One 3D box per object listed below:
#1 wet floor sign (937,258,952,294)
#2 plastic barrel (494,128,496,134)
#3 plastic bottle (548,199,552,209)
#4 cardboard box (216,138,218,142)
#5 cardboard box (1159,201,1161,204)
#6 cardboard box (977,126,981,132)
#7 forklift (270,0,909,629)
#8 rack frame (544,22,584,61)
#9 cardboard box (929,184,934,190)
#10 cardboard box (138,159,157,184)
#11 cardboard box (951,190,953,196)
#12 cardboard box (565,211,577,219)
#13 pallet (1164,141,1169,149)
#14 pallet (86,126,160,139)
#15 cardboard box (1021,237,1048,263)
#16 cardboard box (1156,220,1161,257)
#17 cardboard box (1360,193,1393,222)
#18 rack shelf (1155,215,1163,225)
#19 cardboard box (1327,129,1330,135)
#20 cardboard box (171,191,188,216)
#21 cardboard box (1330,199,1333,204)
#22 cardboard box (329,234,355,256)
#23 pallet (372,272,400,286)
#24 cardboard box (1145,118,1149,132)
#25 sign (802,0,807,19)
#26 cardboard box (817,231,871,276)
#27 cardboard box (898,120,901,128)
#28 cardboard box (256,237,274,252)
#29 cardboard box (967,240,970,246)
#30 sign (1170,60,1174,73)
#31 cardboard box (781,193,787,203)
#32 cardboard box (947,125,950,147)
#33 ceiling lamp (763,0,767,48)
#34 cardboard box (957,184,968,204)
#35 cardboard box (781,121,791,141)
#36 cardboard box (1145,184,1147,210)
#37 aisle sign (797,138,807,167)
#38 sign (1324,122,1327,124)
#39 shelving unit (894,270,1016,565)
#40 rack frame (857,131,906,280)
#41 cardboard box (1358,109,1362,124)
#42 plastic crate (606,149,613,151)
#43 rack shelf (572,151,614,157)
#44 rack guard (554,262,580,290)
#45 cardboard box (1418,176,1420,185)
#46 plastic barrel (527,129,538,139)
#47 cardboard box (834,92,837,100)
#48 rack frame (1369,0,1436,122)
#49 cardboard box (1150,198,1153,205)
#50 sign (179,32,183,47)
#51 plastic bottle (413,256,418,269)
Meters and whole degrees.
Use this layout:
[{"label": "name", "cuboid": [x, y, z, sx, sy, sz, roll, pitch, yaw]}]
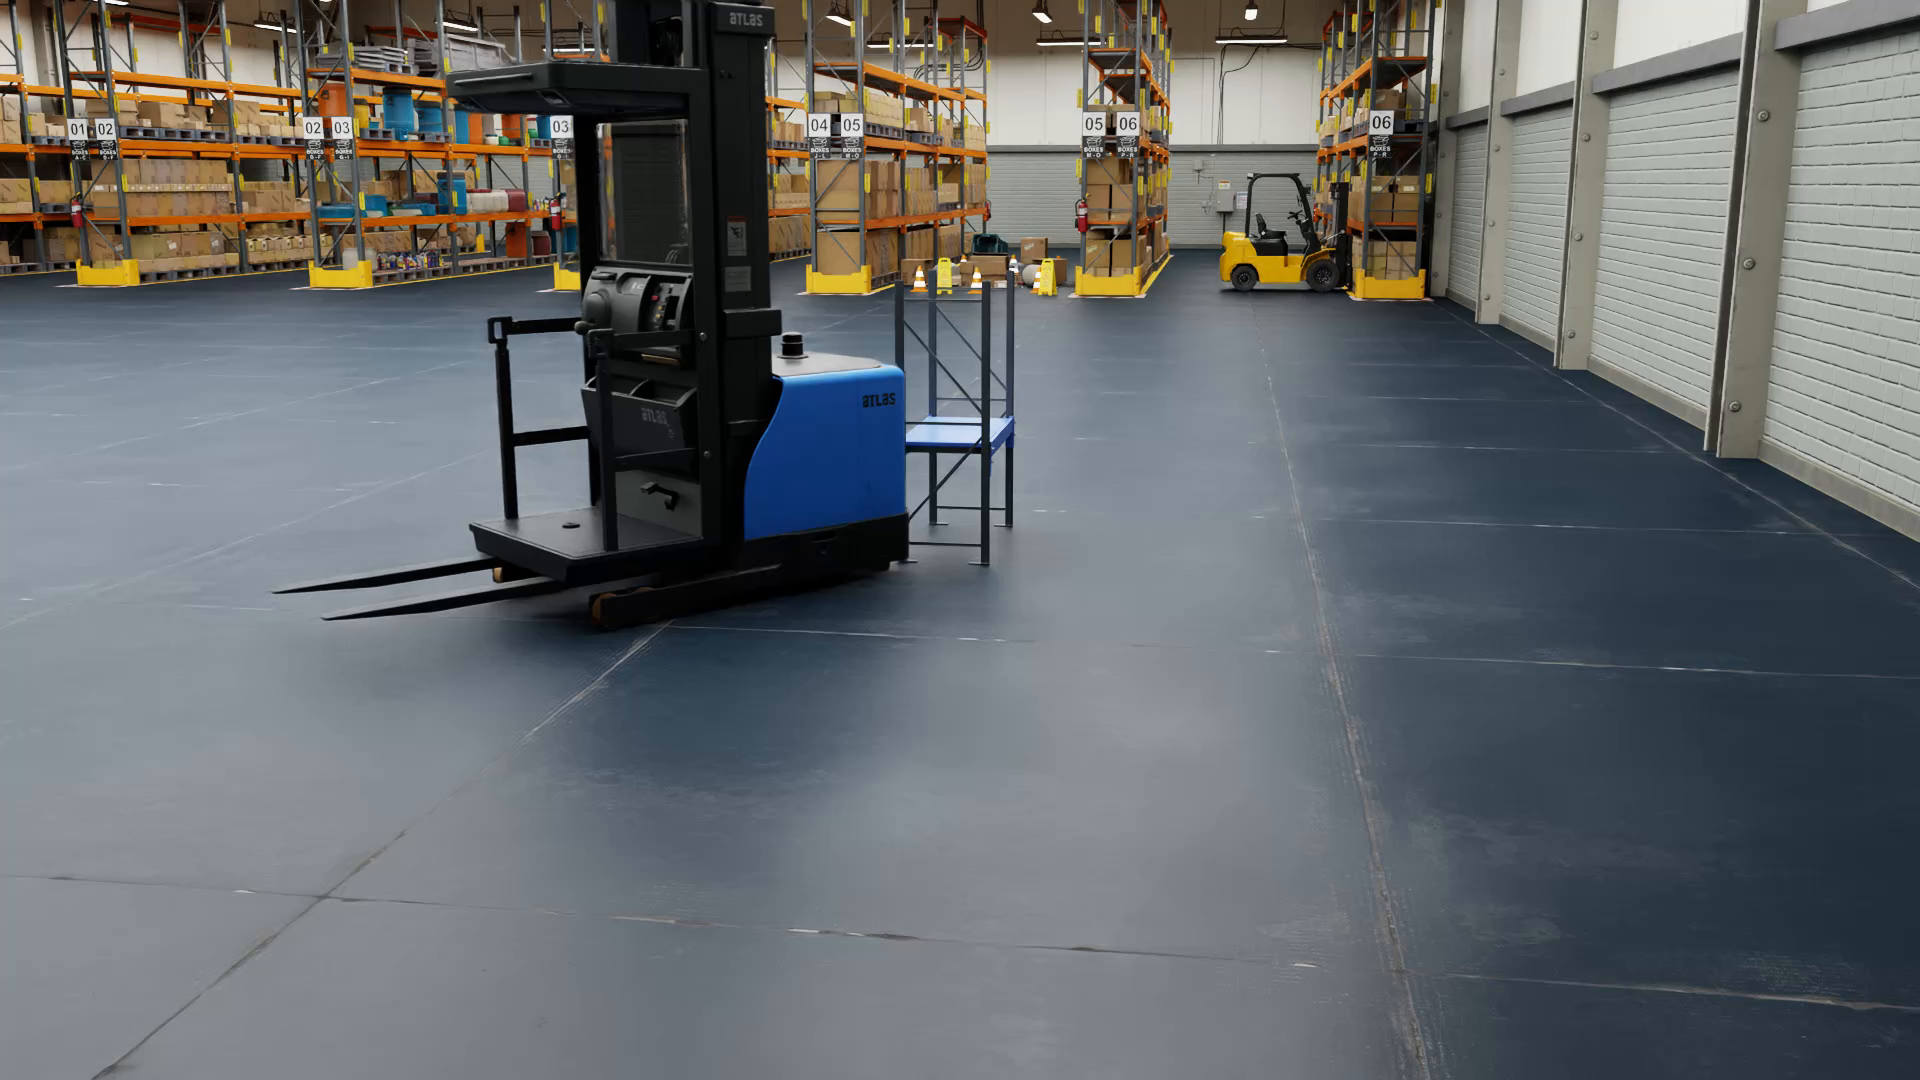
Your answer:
[{"label": "wet floor sign", "cuboid": [-0.283, -4.824, 30.345, 0.267, 0.644, 0.232, 0, 12, -1]}, {"label": "plastic barrel", "cuboid": [-11.135, -9.519, 39.156, 0.421, 0.512, 0.421, 0, 12, 0]}, {"label": "plastic bottle", "cuboid": [-10.176, -8.314, 41.229, 0.061, 0.283, 0.133, 2, 12, 9]}, {"label": "cardboard box", "cuboid": [-20.085, -11.003, 45.432, 0.500, 0.250, 0.500, 2, 12, 9]}, {"label": "cardboard box", "cuboid": [4.618, -8.123, 40.420, 0.500, 0.250, 0.500, 2, 12, 8]}, {"label": "cardboard box", "cuboid": [0.358, -10.969, 44.374, 0.380, 0.149, 0.250, 2, 12, 10]}, {"label": "forklift", "cuboid": [-1.713, -1.148, 7.864, 3.031, 2.935, 1.130, -10, 16, -40]}, {"label": "rack frame", "cuboid": [-10.169, -11.818, 42.969, 1.000, 3.000, 0.127, 2, 12, 9]}, {"label": "cardboard box", "cuboid": [-0.742, -8.174, 38.491, 0.380, 0.149, 0.250, 2, 12, 9]}, {"label": "cardboard box", "cuboid": [-16.740, -7.449, 33.620, 0.700, 0.500, 0.500, 2, 12, 7]}, {"label": "cardboard box", "cuboid": [-0.374, -8.518, 40.792, 0.380, 0.149, 0.250, 1, 12, 7]}, {"label": "cardboard box", "cuboid": [-7.281, -6.170, 31.598, 0.380, 0.149, 0.250, 2, 12, 9]}, {"label": "pallet", "cuboid": [5.028, -10.504, 44.206, 1.003, 0.211, 1.213, 2, 12, 9]}, {"label": "pallet", "cuboid": [-16.774, -8.118, 33.131, 1.003, 0.211, 1.213, 2, 12, 9]}, {"label": "cardboard box", "cuboid": [1.523, -5.938, 34.062, 0.500, 0.500, 0.500, 2, 12, 9]}, {"label": "cardboard box", "cuboid": [4.369, -7.250, 40.062, 0.875, 0.875, 0.875, 2, 12, 10]}, {"label": "cardboard box", "cuboid": [7.393, -5.905, 29.537, 0.500, 0.500, 0.500, 2, 12, 7]}, {"label": "rack shelf", "cuboid": [4.209, -7.635, 39.511, 1.077, 0.370, 4.000, 2, 12, 9]}, {"label": "cardboard box", "cuboid": [8.781, -9.527, 38.820, 0.380, 0.149, 0.250, 2, 12, 10]}, {"label": "cardboard box", "cuboid": [-16.589, -7.016, 34.693, 0.700, 0.500, 0.500, 2, 12, 10]}, {"label": "cardboard box", "cuboid": [8.529, -7.642, 37.435, 0.380, 0.149, 0.250, 2, 12, 10]}, {"label": "cardboard box", "cuboid": [-15.326, -7.292, 41.100, 0.500, 0.500, 0.500, 2, 12, 11]}, {"label": "pallet", "cuboid": [-11.919, -5.210, 33.168, 1.003, 0.211, 1.213, 2, 12, 9]}, {"label": "cardboard box", "cuboid": [3.408, -8.071, 32.353, 0.500, 0.250, 0.500, 2, 12, 8]}, {"label": "sign", "cuboid": [-2.769, -9.493, 29.779, 0.100, 0.325, 0.005, 2, 12, 9]}, {"label": "cardboard box", "cuboid": [-2.196, -5.355, 31.267, 0.875, 0.875, 0.875, 2, 12, 9]}, {"label": "cardboard box", "cuboid": [-1.399, -8.337, 33.298, 0.380, 0.149, 0.250, 2, 12, 10]}, {"label": "cardboard box", "cuboid": [-15.901, -6.698, 37.653, 0.500, 0.311, 0.500, 2, 12, 8]}, {"label": "cardboard box", "cuboid": [0.044, -7.785, 43.561, 0.380, 0.149, 0.250, 2, 12, 11]}, {"label": "sign", "cuboid": [5.666, -12.644, 44.396, 0.100, 0.325, 0.005, 2, 12, 9]}, {"label": "cardboard box", "cuboid": [-4.863, -8.989, 43.735, 0.500, 0.250, 0.500, 2, 12, 8]}, {"label": "cardboard box", "cuboid": [-0.512, -9.544, 39.303, 0.500, 0.500, 0.500, 2, 12, 9]}, {"label": "ceiling lamp", "cuboid": [-6.653, -15.981, 48.432, 2.000, 3.185, 0.800, 2, 12, 9]}, {"label": "cardboard box", "cuboid": [-0.064, -8.832, 42.412, 0.500, 0.500, 0.500, 2, 12, 8]}, {"label": "cardboard box", "cuboid": [-4.906, -10.875, 44.243, 0.700, 0.500, 0.500, 2, 12, 11]}, {"label": "cardboard box", "cuboid": [3.392, -6.724, 32.633, 0.500, 0.500, 0.500, 2, 12, 11]}, {"label": "aisle sign", "cuboid": [-4.352, -10.833, 46.471, 0.394, 0.787, 0.004, 2, 12, 9]}, {"label": "sign", "cuboid": [8.885, -9.978, 40.328, 0.100, 0.325, 0.005, 2, 12, 9]}, {"label": "shelving unit", "cuboid": [-0.013, -0.715, 9.253, 0.538, 1.500, 1.048, 2, 12, 9]}, {"label": "rack frame", "cuboid": [-1.620, -6.877, 34.286, 1.000, 3.000, 0.127, 2, 12, 9]}, {"label": "cardboard box", "cuboid": [7.664, -7.934, 31.152, 0.396, 0.266, 0.258, 2, 12, 7]}, {"label": "plastic crate", "cuboid": [-9.627, -10.617, 45.144, 0.437, 0.136, 0.530, 2, 12, 9]}, {"label": "rack shelf", "cuboid": [-9.861, -10.416, 45.293, 1.077, 0.370, 4.000, 2, 12, 9]}, {"label": "rack guard", "cuboid": [-7.109, -5.020, 31.602, 1.175, 0.500, 0.348, 2, 12, 9]}, {"label": "cardboard box", "cuboid": [7.942, -6.373, 29.463, 0.380, 0.149, 0.250, 2, 12, 11]}, {"label": "plastic barrel", "cuboid": [-10.394, -9.861, 40.383, 0.294, 0.245, 0.294, 0, 12, 0]}, {"label": "cardboard box", "cuboid": [-2.479, -8.165, 30.611, 0.380, 0.149, 0.250, 2, 12, 9]}, {"label": "rack frame", "cuboid": [7.577, -8.678, 28.401, 1.000, 3.000, 0.127, 2, 12, 9]}, {"label": "cardboard box", "cuboid": [3.912, -7.196, 35.363, 0.380, 0.149, 0.250, 2, 12, 11]}, {"label": "sign", "cuboid": [-16.831, -10.824, 35.954, 0.100, 0.325, 0.005, 2, 12, 9]}, {"label": "plastic bottle", "cuboid": [-11.329, -5.770, 34.579, 0.097, 0.271, 0.097, 0, 12, 0]}]
